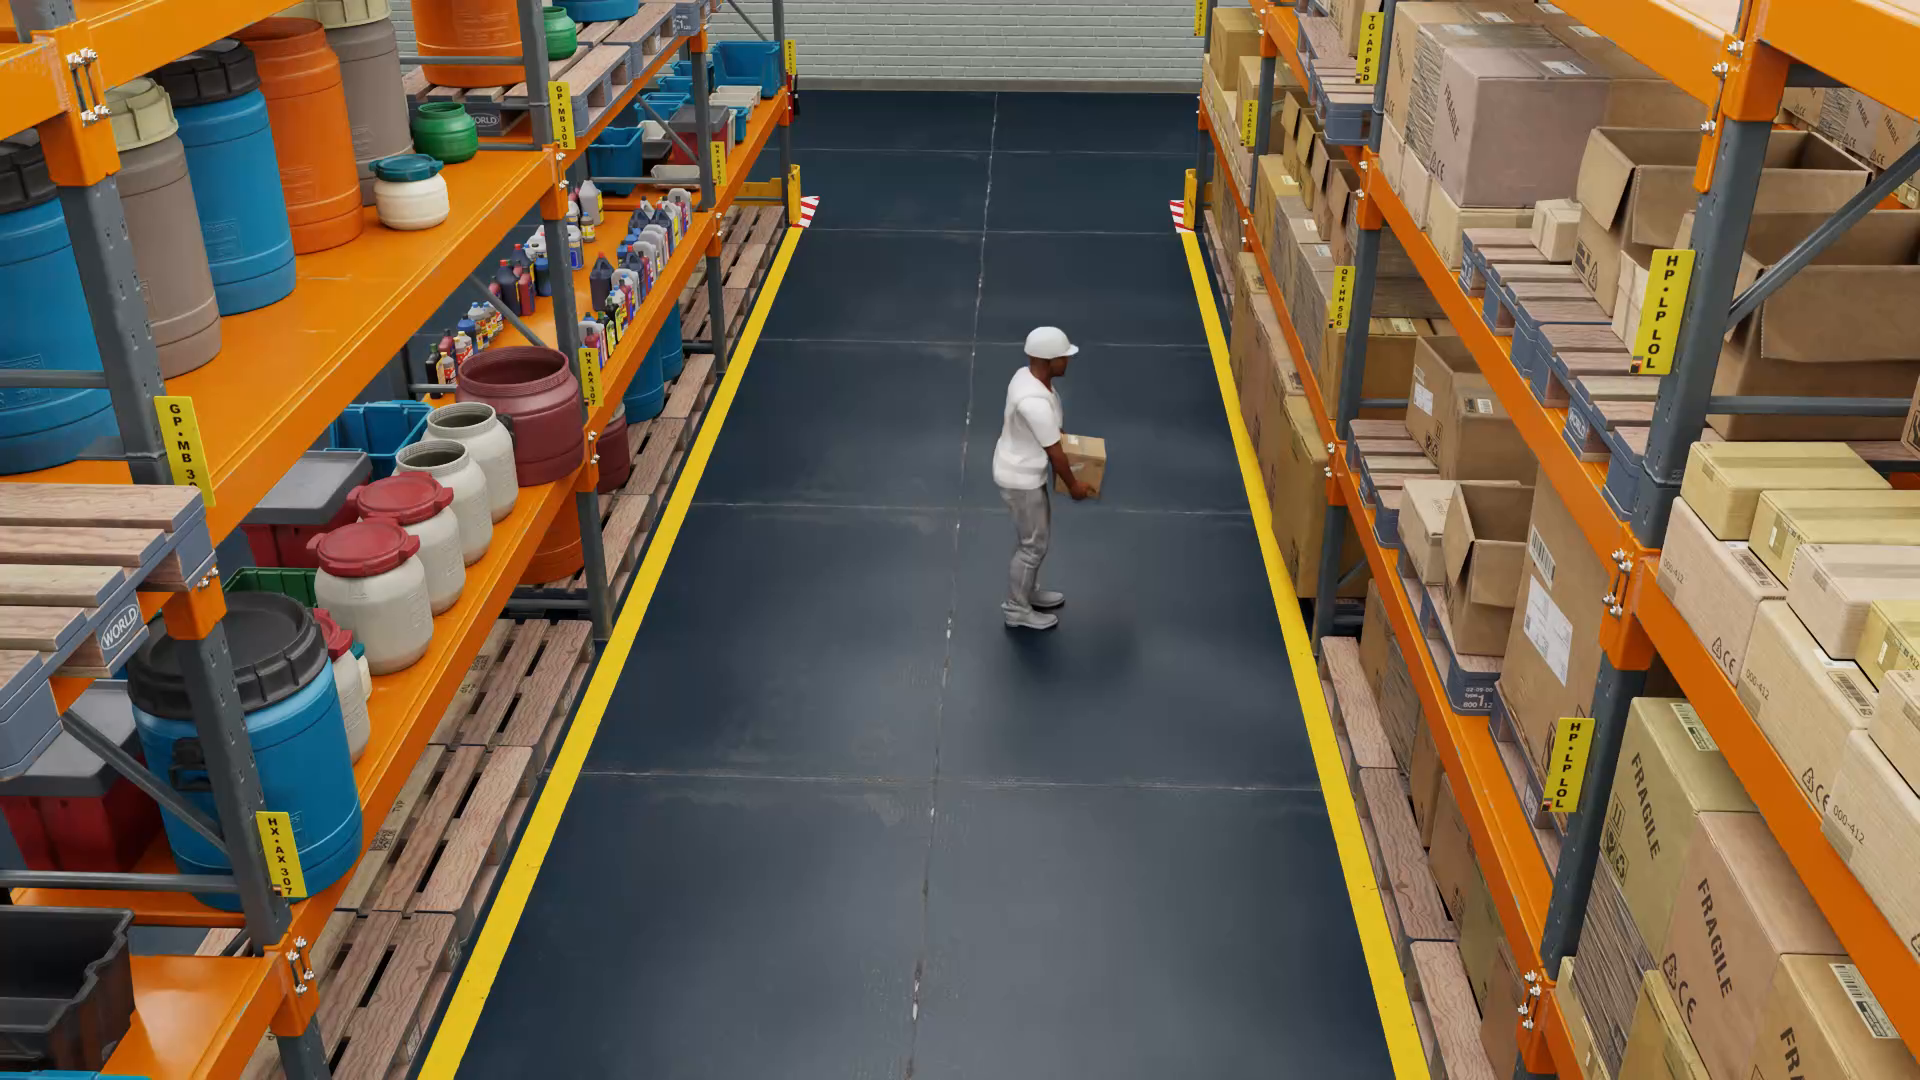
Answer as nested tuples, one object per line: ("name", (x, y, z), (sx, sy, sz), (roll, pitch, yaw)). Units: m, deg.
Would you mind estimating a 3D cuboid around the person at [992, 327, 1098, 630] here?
("person", (0.471, -0.359, 9.291), (0.582, 1.750, 0.505), (0, 28, 1))
